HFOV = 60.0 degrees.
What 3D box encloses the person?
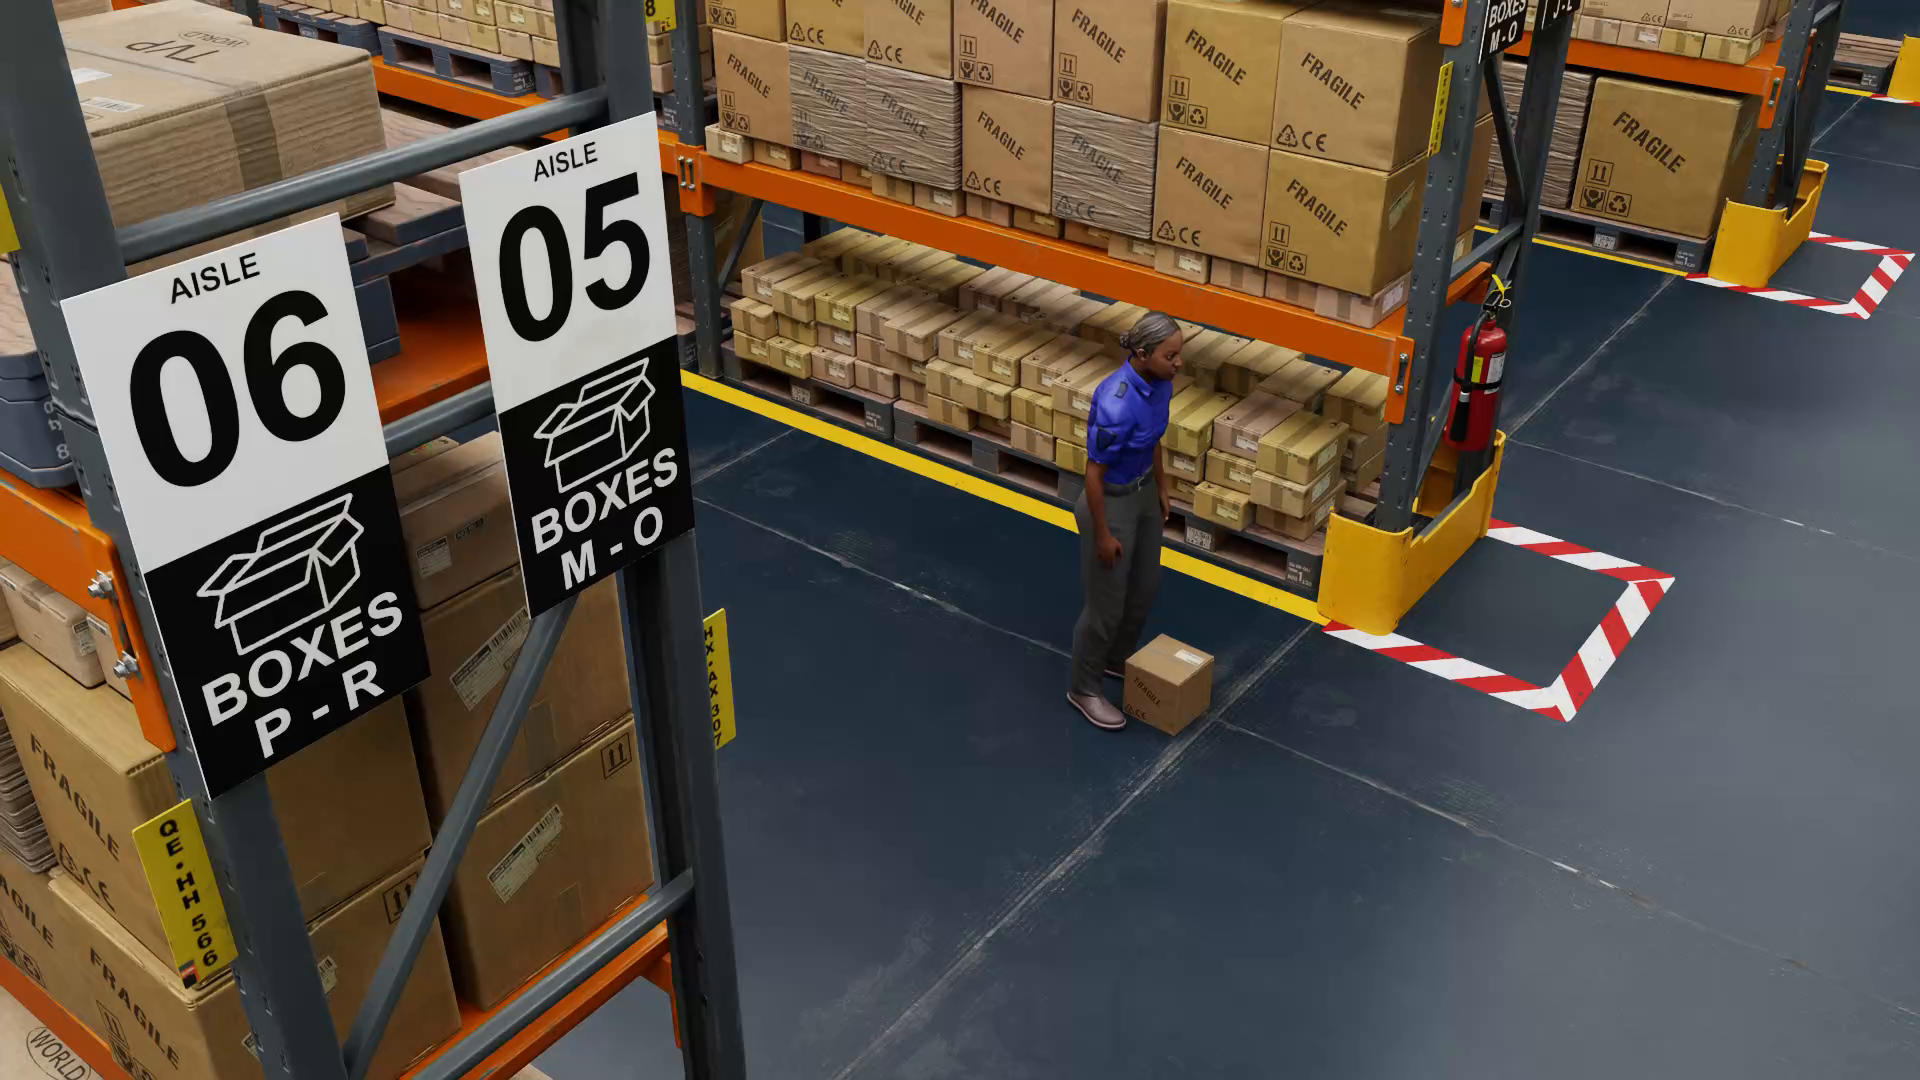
[{"bbox_3d":[0.631,-0.103,6.307,0.348,1.655,0.527,20,36,29],"label":"person"}]
